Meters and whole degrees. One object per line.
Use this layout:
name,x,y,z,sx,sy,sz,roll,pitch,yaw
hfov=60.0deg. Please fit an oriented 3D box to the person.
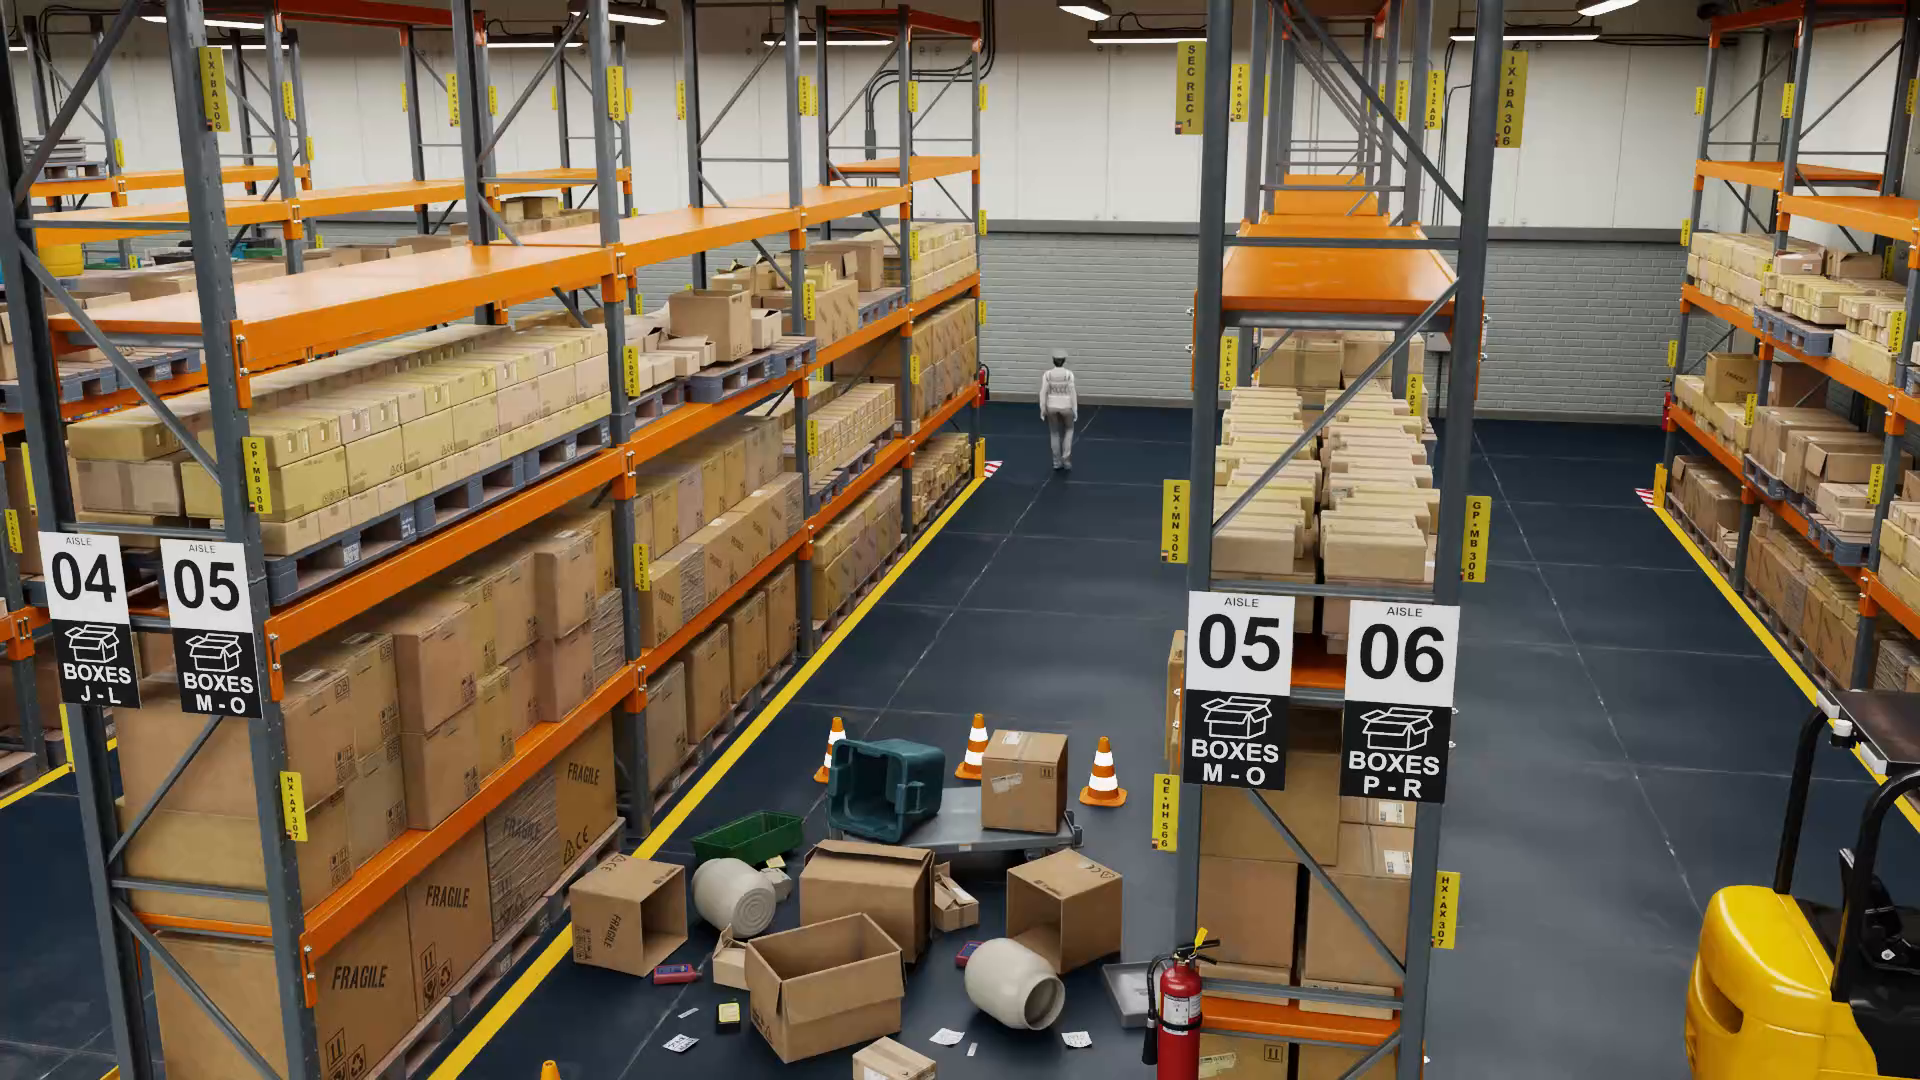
person,1.322,-1.472,17.254,7.140,2.342,21.391,2,15,6
